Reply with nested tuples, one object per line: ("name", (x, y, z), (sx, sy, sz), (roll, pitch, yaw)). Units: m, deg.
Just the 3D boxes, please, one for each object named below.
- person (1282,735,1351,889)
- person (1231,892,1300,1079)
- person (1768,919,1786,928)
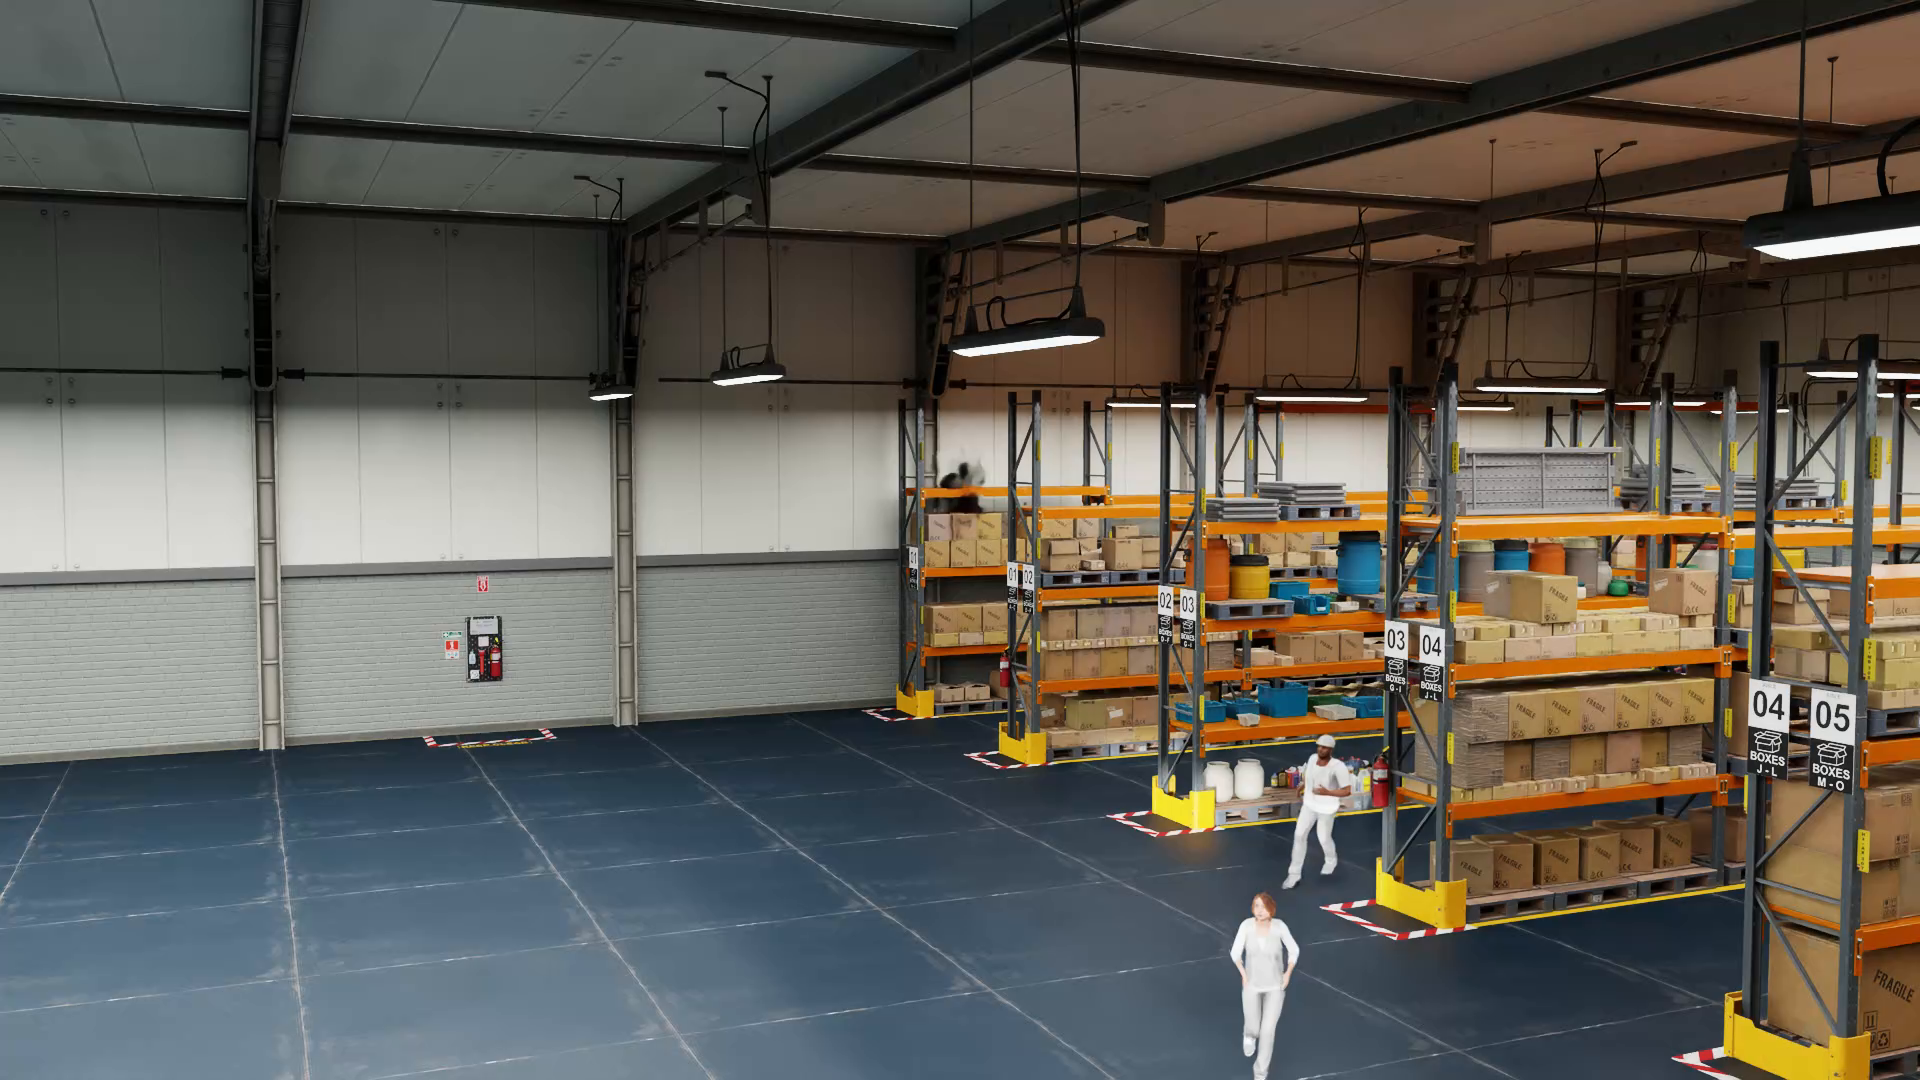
("person", (4.234, 3.142, 19.374), (0.729, 1.790, 0.926), (3, 5, 44))
("person", (2.459, 3.605, 13.412), (0.544, 1.588, 0.710), (1, 3, 14))
("person", (7.910, 3.431, 16.009), (0.555, 1.559, 0.522), (-2, 4, -30))
